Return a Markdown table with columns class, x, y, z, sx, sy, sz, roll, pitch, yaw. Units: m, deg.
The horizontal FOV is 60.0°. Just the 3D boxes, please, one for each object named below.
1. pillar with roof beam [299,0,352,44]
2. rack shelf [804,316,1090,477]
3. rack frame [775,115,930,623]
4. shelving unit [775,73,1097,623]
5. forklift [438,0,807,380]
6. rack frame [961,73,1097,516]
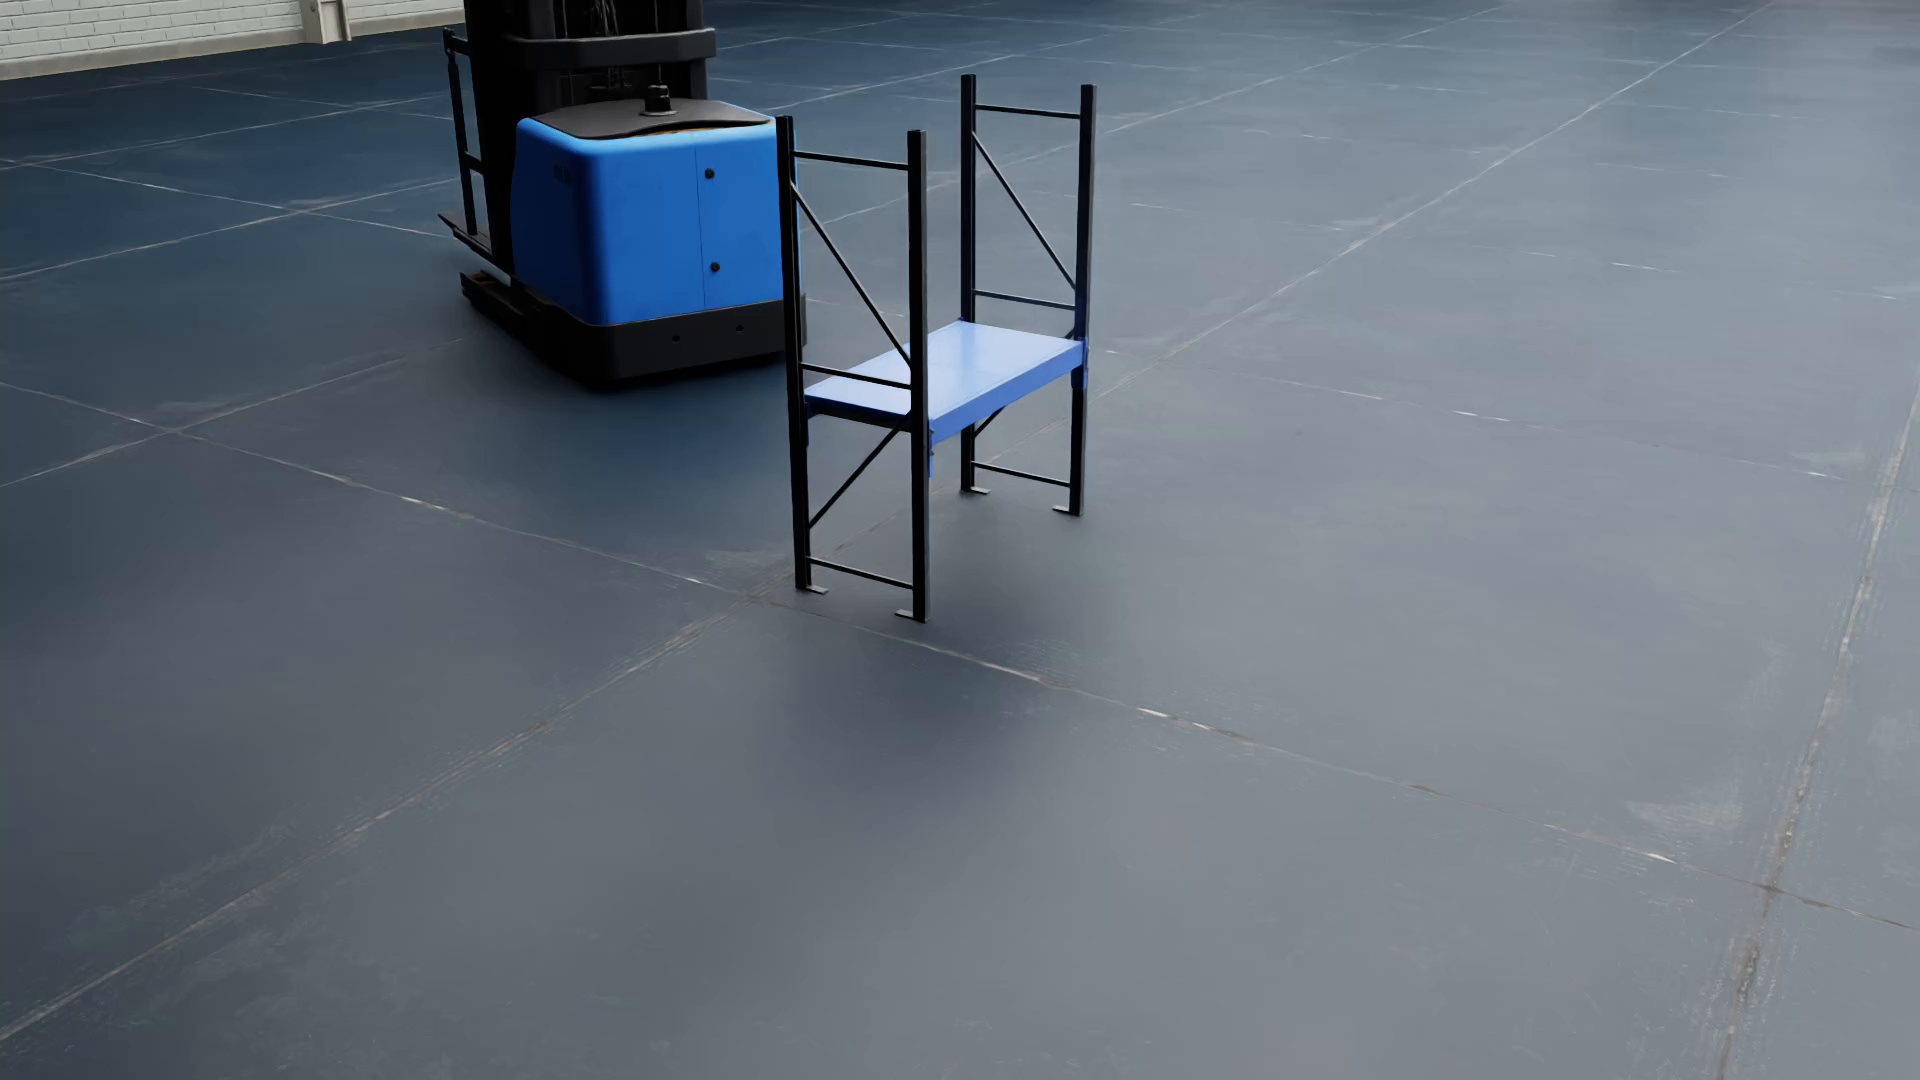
| class | x | y | z | sx | sy | sz | roll | pitch | yaw |
| --- | --- | --- | --- | --- | --- | --- | --- | --- | --- |
| pillar with roof beam | -3.453 | -8.843 | 14.850 | 9.100 | 9.000 | 0.400 | 14 | 27 | 29 |
| rack shelf | -0.045 | -0.494 | 5.457 | 0.538 | 0.185 | 1.000 | 14 | 27 | 29 |
| rack frame | -0.313 | -0.488 | 4.989 | 0.500 | 1.500 | 0.032 | 14 | 27 | 29 |
| shelving unit | -0.045 | -0.659 | 5.386 | 0.538 | 1.500 | 1.048 | 14 | 27 | 29 |
| forklift | -1.905 | -2.573 | 8.004 | 1.130 | 2.935 | 3.031 | -14 | 27 | -29 |
| rack frame | 0.223 | -0.831 | 5.782 | 0.500 | 1.500 | 0.032 | 14 | 27 | 29 |
